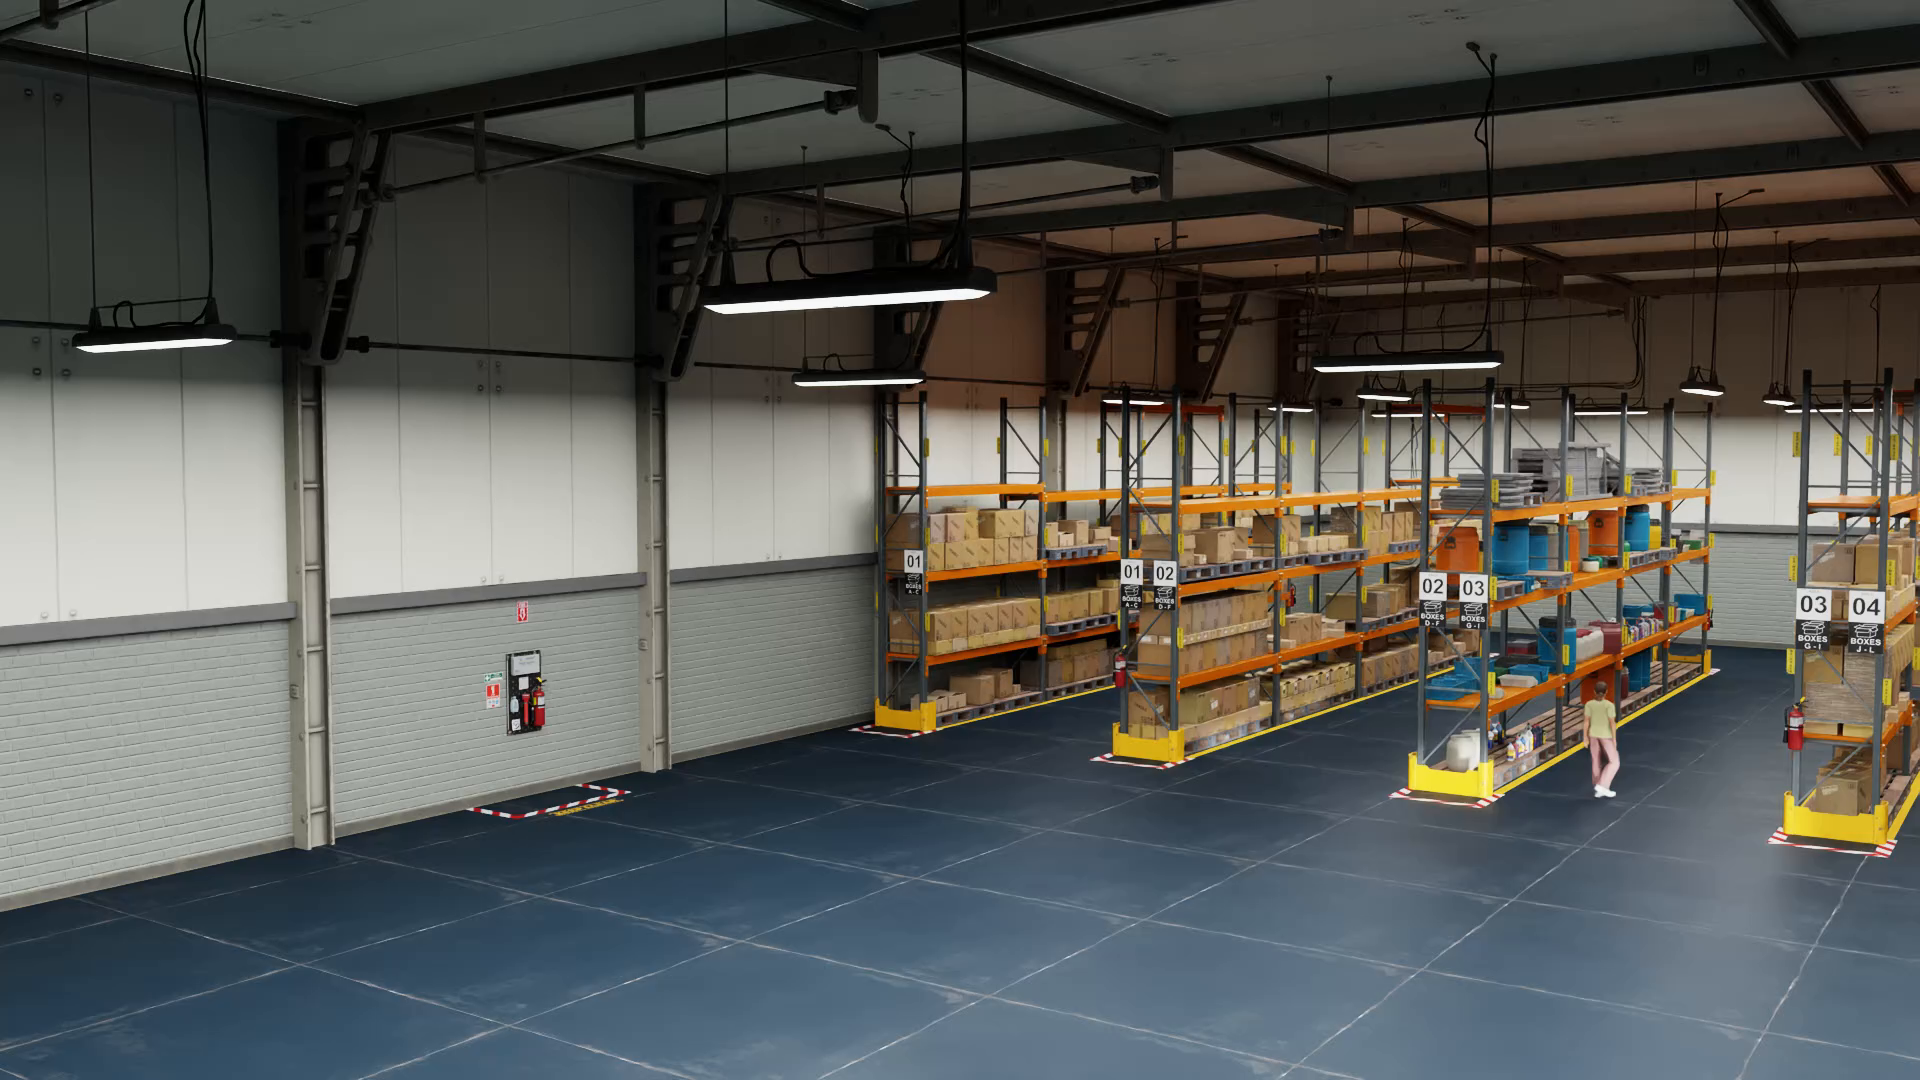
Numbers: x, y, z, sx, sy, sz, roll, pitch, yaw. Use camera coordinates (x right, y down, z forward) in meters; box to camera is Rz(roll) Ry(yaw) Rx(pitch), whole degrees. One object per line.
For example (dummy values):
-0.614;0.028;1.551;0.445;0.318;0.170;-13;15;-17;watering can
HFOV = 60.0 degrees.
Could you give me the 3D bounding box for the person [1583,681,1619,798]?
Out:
9.155;2.863;23.752;0.501;1.652;0.531;3;4;39;person
